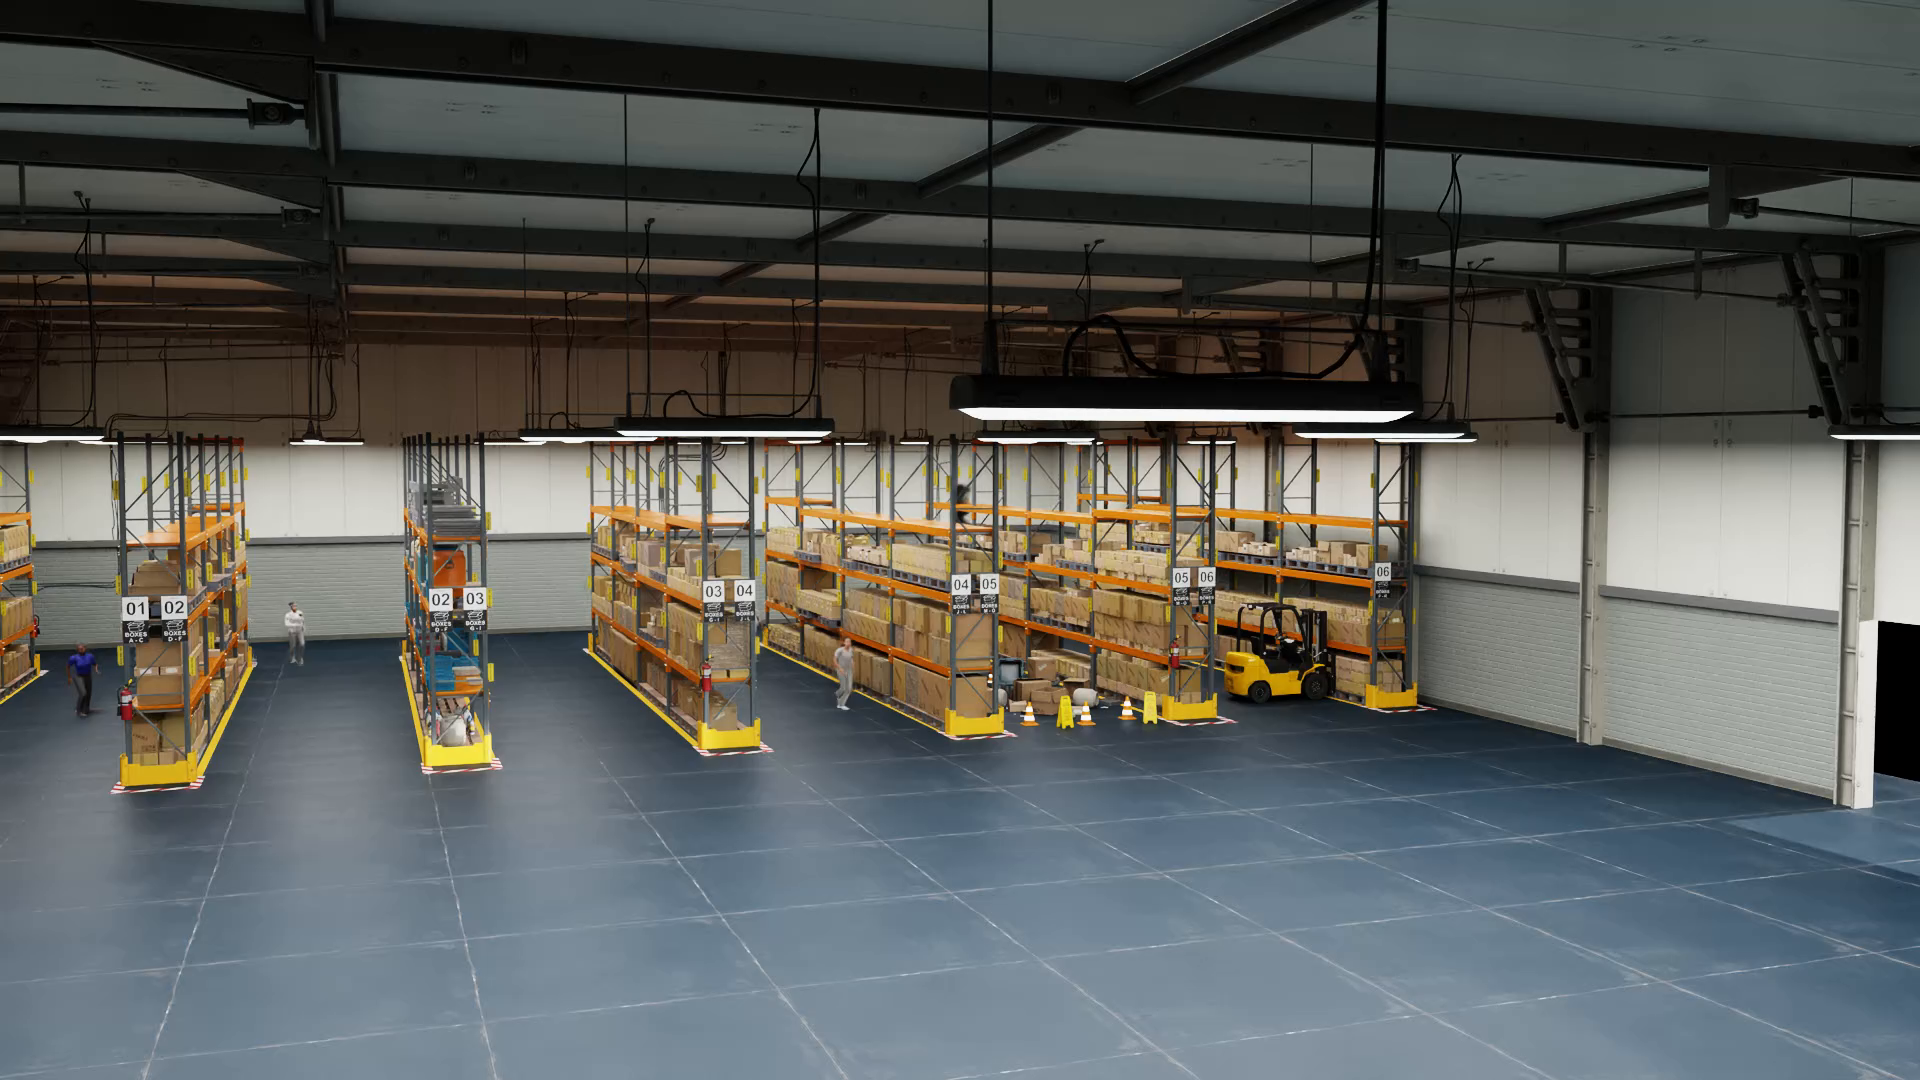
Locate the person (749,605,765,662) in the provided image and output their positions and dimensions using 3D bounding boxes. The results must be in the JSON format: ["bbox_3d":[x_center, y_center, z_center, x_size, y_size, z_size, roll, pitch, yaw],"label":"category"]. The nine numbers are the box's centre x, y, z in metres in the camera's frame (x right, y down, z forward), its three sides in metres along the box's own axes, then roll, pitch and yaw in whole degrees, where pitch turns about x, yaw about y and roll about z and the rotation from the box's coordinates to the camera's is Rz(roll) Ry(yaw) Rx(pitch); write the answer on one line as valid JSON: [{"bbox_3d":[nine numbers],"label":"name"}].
[{"bbox_3d":[-5.469,2.515,44.071,0.777,1.639,0.601,2,4,30],"label":"person"}]

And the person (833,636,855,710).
[{"bbox_3d":[-2.575,2.903,36.514,0.556,1.619,0.571,-2,4,-32],"label":"person"}]

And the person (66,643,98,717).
[{"bbox_3d":[-18.716,3.002,35.603,0.798,1.616,0.604,2,4,29],"label":"person"}]

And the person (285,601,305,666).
[{"bbox_3d":[-17.561,2.463,43.896,0.555,1.725,0.768,-2,4,-37],"label":"person"}]

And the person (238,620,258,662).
[{"bbox_3d":[-19.295,2.418,44.501,0.891,1.692,0.647,-1,3,-18],"label":"person"}]
